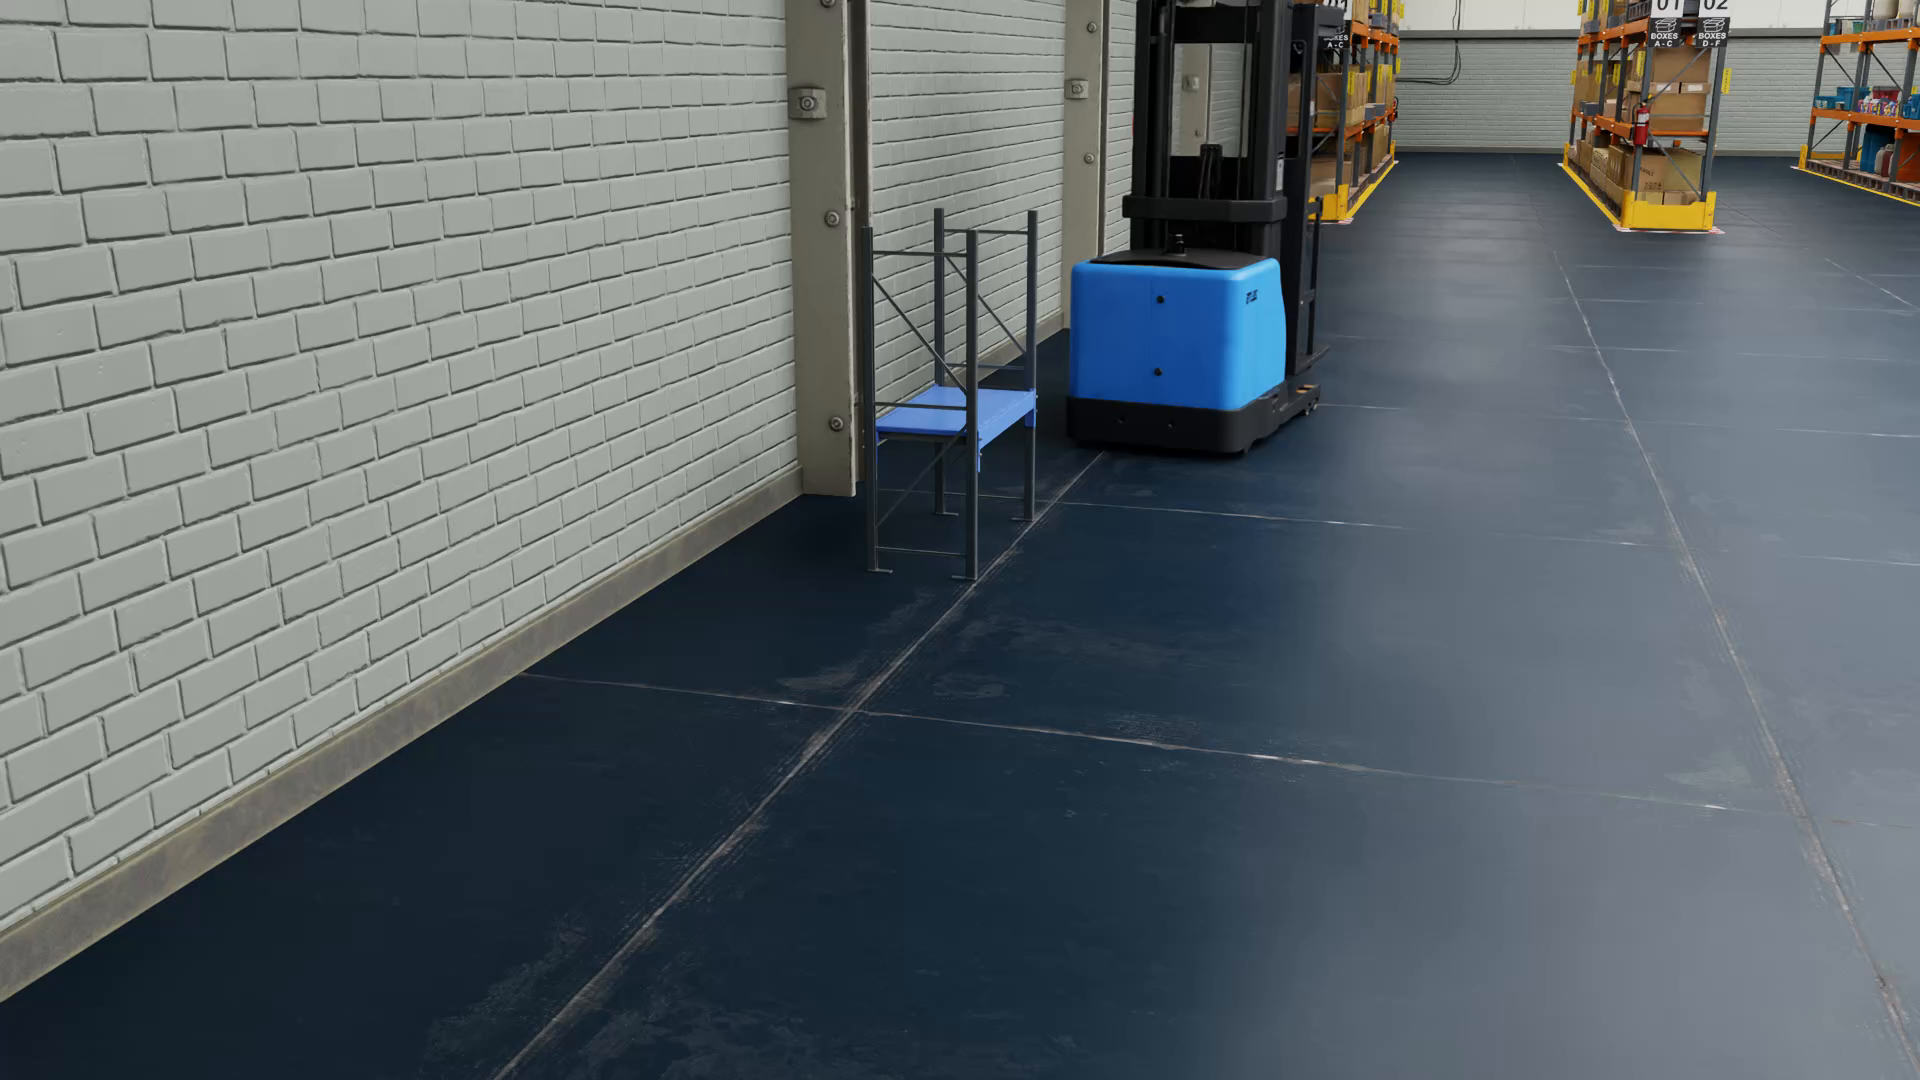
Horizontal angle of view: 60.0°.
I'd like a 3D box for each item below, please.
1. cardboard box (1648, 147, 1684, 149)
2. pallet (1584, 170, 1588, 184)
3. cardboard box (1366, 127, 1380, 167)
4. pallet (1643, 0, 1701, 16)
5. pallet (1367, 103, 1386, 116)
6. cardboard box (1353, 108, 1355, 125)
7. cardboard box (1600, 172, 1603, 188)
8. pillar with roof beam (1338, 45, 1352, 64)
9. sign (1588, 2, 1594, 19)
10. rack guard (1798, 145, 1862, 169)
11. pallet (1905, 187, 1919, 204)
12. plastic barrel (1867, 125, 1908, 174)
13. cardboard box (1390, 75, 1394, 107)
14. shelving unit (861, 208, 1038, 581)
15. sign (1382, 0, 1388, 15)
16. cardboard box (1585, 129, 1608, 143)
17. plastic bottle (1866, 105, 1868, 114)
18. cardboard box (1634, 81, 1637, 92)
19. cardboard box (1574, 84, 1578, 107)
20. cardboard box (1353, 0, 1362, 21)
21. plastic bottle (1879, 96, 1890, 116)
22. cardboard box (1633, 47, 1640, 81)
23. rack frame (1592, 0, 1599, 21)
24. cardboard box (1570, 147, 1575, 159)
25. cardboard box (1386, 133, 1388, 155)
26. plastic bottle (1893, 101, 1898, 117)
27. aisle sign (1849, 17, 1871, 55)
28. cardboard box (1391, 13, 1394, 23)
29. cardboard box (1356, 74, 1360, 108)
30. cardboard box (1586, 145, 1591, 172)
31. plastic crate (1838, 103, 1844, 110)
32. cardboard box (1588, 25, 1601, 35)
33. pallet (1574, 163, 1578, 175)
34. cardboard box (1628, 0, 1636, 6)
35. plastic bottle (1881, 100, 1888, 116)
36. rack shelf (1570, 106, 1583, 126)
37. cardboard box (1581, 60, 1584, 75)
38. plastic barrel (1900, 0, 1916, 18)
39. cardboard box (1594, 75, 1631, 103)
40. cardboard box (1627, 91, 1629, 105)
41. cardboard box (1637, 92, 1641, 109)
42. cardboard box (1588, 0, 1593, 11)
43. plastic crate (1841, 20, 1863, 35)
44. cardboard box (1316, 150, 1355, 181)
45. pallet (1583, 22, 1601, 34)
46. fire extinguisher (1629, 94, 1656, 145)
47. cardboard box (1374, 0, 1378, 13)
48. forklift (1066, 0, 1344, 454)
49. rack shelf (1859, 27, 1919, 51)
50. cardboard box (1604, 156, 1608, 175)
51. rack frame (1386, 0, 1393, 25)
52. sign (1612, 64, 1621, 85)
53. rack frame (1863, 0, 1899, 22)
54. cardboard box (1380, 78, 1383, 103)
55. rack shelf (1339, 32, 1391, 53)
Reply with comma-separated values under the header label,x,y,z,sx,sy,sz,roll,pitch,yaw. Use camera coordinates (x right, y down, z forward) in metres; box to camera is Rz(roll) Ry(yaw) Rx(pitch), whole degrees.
label,x,y,z,sx,sy,sz,roll,pitch,yaw
cardboard box,10.907,-5.825,25.763,0.500,0.500,0.500,5,16,16
pallet,12.716,-7.068,32.363,1.003,0.211,1.213,5,16,16
cardboard box,7.958,-7.861,33.218,0.750,0.750,0.750,5,16,16
pallet,10.071,-7.390,23.051,1.003,0.211,1.213,5,16,16
pallet,7.268,-7.996,30.873,1.213,0.211,1.003,5,16,16
cardboard box,5.672,-6.367,25.018,0.500,0.250,0.500,4,16,14
cardboard box,10.968,-5.995,27.739,0.500,0.250,0.500,4,16,15
pillar with roof beam,13.708,-13.701,39.644,9.100,9.000,0.400,5,16,16
sign,12.733,-10.678,33.533,0.100,0.325,0.005,5,16,16
rack guard,19.135,-8.412,36.571,1.175,0.500,0.348,5,16,16
pallet,16.261,-5.655,27.380,1.003,0.211,1.213,5,16,16
plastic barrel,17.632,-7.427,31.593,0.600,0.901,0.708,5,16,16
cardboard box,9.311,-10.194,37.724,0.980,0.700,0.700,4,16,15
shelving unit,-0.024,-0.699,7.546,0.538,1.500,1.048,5,16,16
sign,7.888,-9.932,30.903,0.100,0.325,0.005,5,16,16
cardboard box,12.601,-7.946,32.749,0.500,0.250,0.500,5,16,16
plastic bottle,17.289,-8.199,31.602,0.097,0.201,0.097,0,16,0
cardboard box,10.358,-6.820,25.006,0.380,0.149,0.250,4,16,14
cardboard box,13.872,-9.809,36.733,0.500,0.500,0.500,4,16,15
cardboard box,5.617,-7.896,24.454,0.500,0.500,0.500,6,17,20
plastic bottle,16.983,-7.967,30.511,0.144,0.351,0.185,5,16,16
cardboard box,10.720,-7.276,25.425,0.700,0.500,0.500,5,16,16
rack frame,13.256,-11.832,33.053,1.000,3.000,0.127,5,16,16
cardboard box,13.682,-8.499,36.530,0.500,0.250,0.500,5,16,16
cardboard box,9.539,-9.184,38.523,0.700,0.500,0.500,5,16,16
plastic bottle,16.639,-7.657,29.543,0.061,0.283,0.133,5,16,16
aisle sign,19.442,-10.854,35.835,0.394,0.787,0.004,5,16,16
cardboard box,8.954,-11.110,35.328,0.500,0.250,0.500,5,16,16
cardboard box,5.822,-6.853,25.356,0.500,0.500,0.500,4,16,14
cardboard box,12.307,-7.307,31.868,0.500,0.500,0.500,4,16,14
plastic crate,18.064,-8.771,33.649,0.437,0.125,0.590,5,16,16
cardboard box,13.139,-10.465,34.004,0.500,0.250,0.500,5,16,16
pallet,13.452,-7.784,34.886,1.003,0.211,1.213,5,16,16
cardboard box,10.586,-8.502,25.601,0.500,0.500,0.500,6,17,20
plastic bottle,16.898,-7.896,30.385,0.061,0.283,0.133,5,16,16
rack shelf,13.824,-9.123,35.815,1.077,0.370,4.000,5,16,16
cardboard box,13.438,-9.893,35.197,0.500,0.500,0.500,5,17,16
plastic barrel,17.227,-9.700,30.016,0.433,0.535,0.433,0,16,0
cardboard box,12.190,-8.323,30.723,0.700,0.500,0.500,-1,16,-3
cardboard box,11.366,-7.238,27.669,0.500,0.500,0.500,6,17,20
cardboard box,10.428,-6.381,24.646,0.700,0.500,0.500,5,17,18
cardboard box,14.039,-11.705,36.086,0.700,0.500,0.500,5,16,16
plastic crate,18.215,-10.437,33.851,0.437,0.282,0.530,5,16,16
cardboard box,6.708,-6.708,29.758,0.700,0.500,0.500,5,17,17
pallet,13.003,-10.133,32.906,1.213,0.211,1.003,5,16,16
fire extinguisher,9.367,-5.774,22.832,0.296,0.674,0.183,5,16,16
cardboard box,8.054,-10.659,33.427,0.700,0.500,0.500,4,16,15
forklift,1.701,-2.252,10.397,1.130,2.935,3.031,7,17,24
rack shelf,17.436,-9.134,30.358,1.077,0.370,4.000,5,16,16
cardboard box,10.823,-6.130,27.186,0.500,0.311,0.500,5,16,16
rack frame,8.505,-12.215,34.404,1.000,3.000,0.127,5,16,16
sign,10.459,-7.411,26.485,0.100,0.325,0.005,5,16,16
rack frame,18.004,-11.447,31.696,1.000,3.000,0.127,5,16,16
cardboard box,8.052,-8.857,32.792,0.500,0.500,0.500,5,16,16
rack shelf,7.937,-9.903,33.067,1.077,0.370,4.000,5,16,16
